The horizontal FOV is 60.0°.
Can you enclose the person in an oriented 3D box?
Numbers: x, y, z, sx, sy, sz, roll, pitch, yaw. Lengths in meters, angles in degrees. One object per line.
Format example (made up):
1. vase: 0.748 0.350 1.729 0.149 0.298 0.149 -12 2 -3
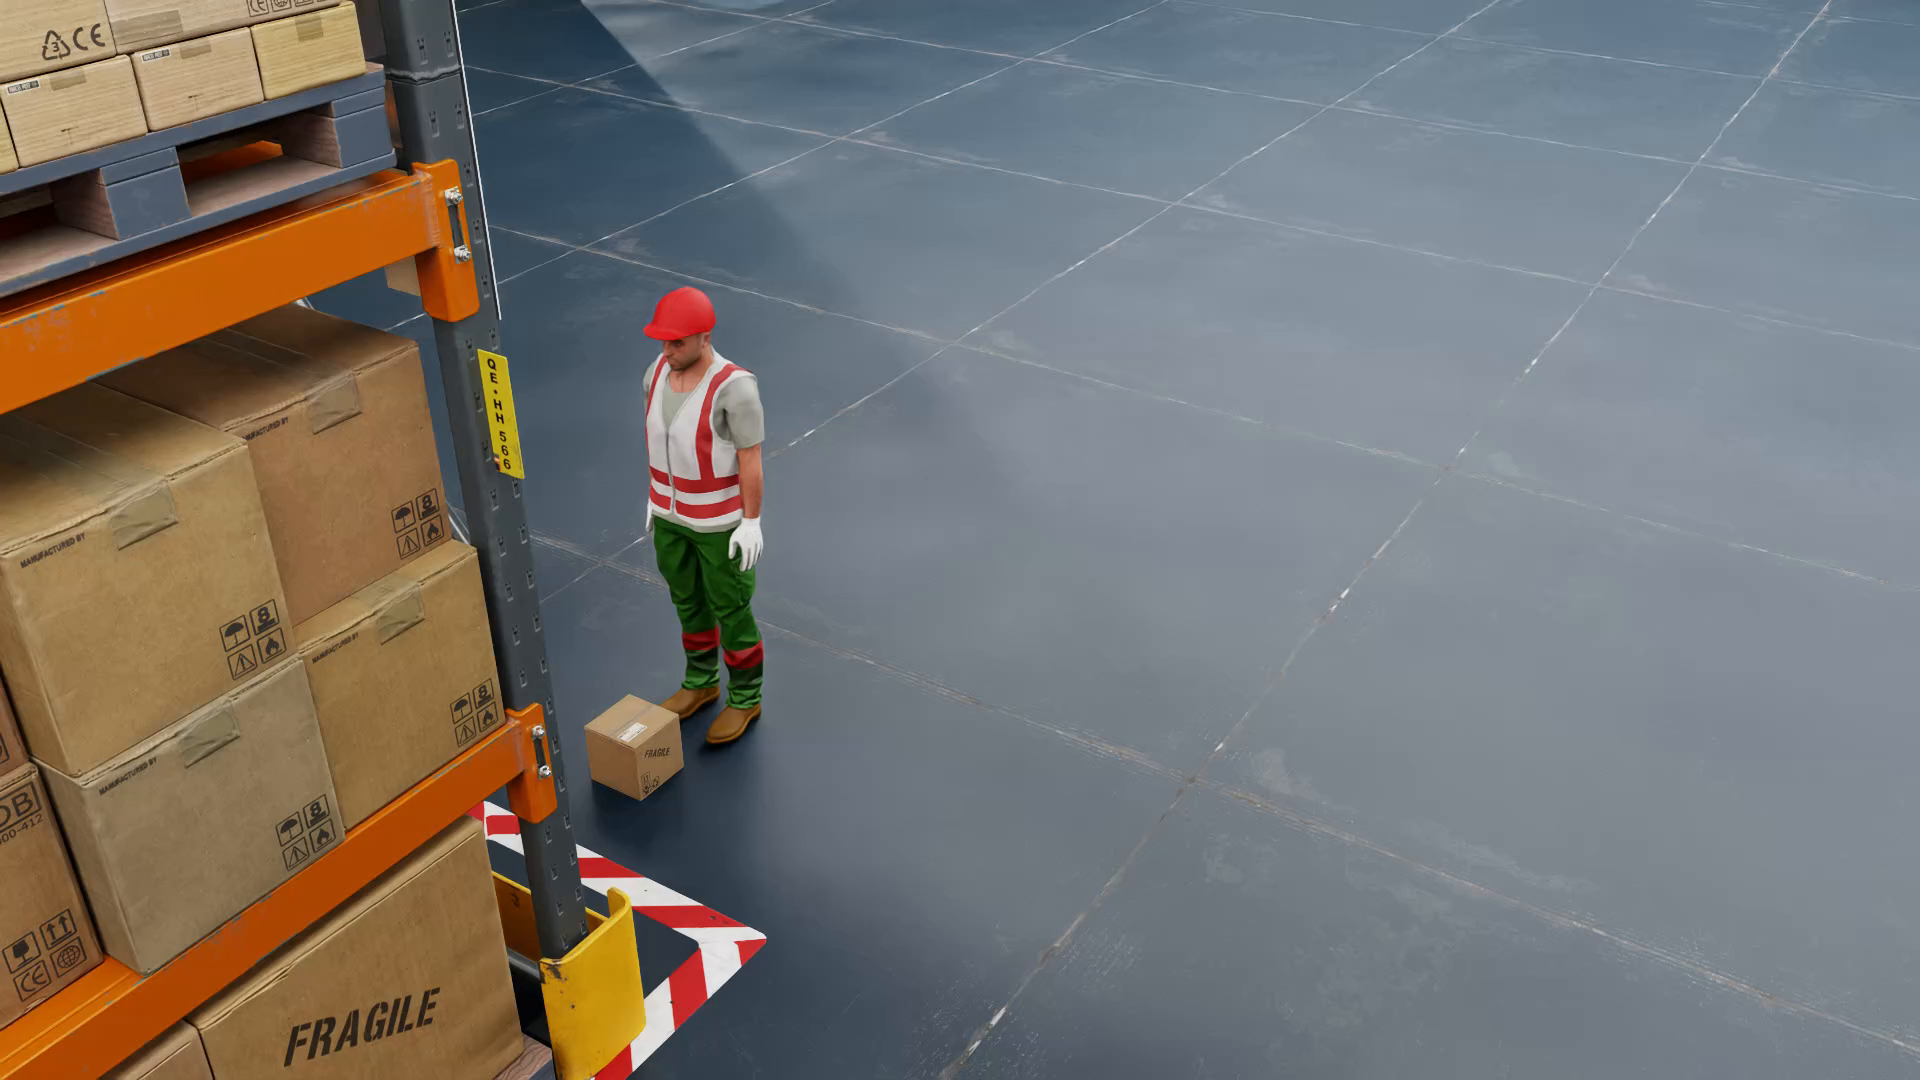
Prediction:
1. person: -0.975 -0.085 6.229 0.544 1.792 0.386 18 35 28
